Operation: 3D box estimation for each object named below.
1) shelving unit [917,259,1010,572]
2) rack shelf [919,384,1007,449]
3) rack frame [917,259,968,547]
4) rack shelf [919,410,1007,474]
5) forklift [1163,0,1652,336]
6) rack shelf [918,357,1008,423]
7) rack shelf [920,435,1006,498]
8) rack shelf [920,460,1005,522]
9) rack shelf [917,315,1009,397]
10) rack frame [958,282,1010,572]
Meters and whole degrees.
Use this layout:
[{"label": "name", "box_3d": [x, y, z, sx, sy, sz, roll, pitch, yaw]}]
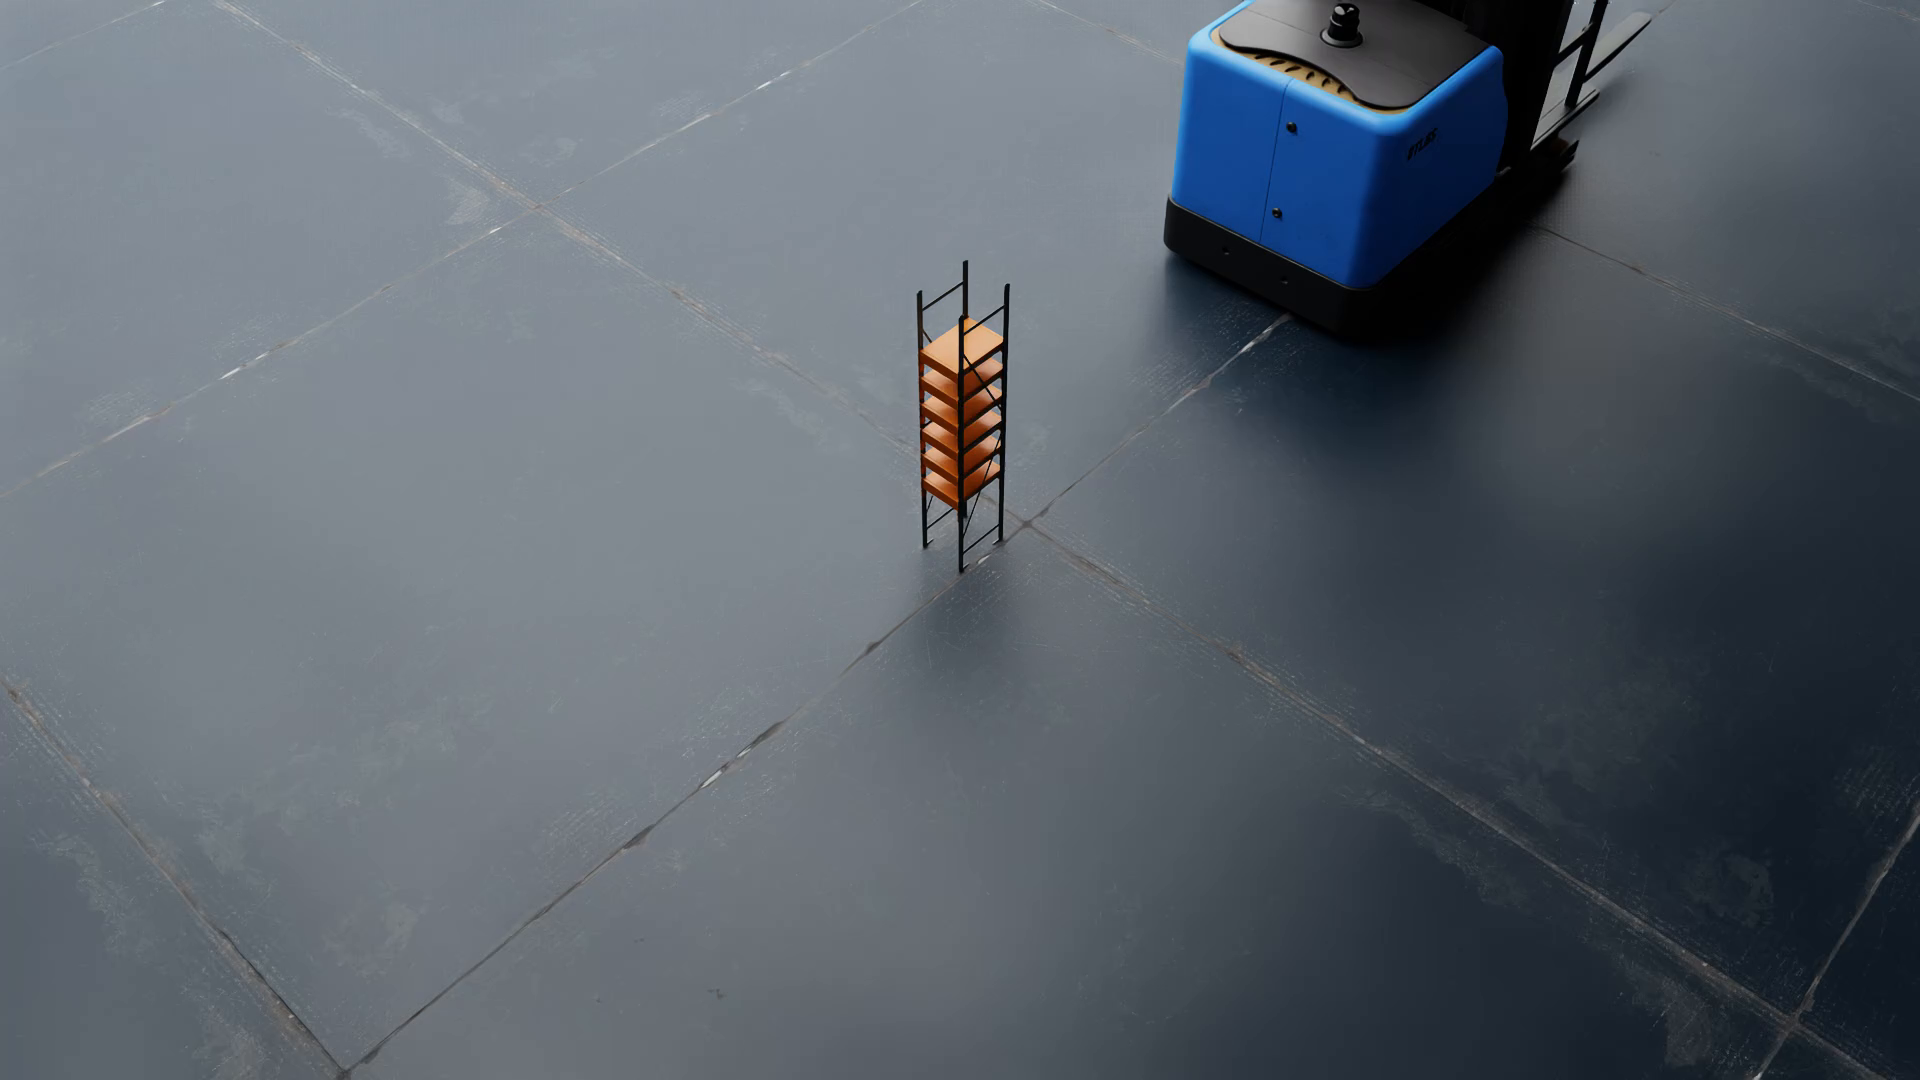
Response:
[{"label": "shelving unit", "box_3d": [0.011, -0.404, 5.806, 0.189, 1.200, 0.258, 34, 55, 28]}, {"label": "rack shelf", "box_3d": [0.011, -0.455, 5.751, 0.180, 0.103, 0.258, 34, 55, 28]}, {"label": "rack frame", "box_3d": [-0.057, -0.449, 5.848, 0.006, 1.200, 0.240, 34, 55, 28]}, {"label": "rack shelf", "box_3d": [0.011, -0.373, 5.838, 0.180, 0.103, 0.258, 34, 55, 28]}, {"label": "forklift", "box_3d": [2.259, -2.853, 6.918, 1.130, 2.935, 3.031, 33, 55, 27]}, {"label": "rack shelf", "box_3d": [0.011, -0.537, 5.663, 0.180, 0.103, 0.258, 34, 55, 28]}, {"label": "rack shelf", "box_3d": [0.011, -0.291, 5.926, 0.180, 0.103, 0.258, 34, 55, 28]}, {"label": "rack shelf", "box_3d": [0.011, -0.209, 6.013, 0.180, 0.103, 0.258, 34, 55, 28]}, {"label": "rack shelf", "box_3d": [0.011, -0.620, 5.576, 0.180, 0.103, 0.258, 34, 55, 28]}, {"label": "rack frame", "box_3d": [0.078, -0.358, 5.763, 0.006, 1.200, 0.240, 34, 55, 28]}]
